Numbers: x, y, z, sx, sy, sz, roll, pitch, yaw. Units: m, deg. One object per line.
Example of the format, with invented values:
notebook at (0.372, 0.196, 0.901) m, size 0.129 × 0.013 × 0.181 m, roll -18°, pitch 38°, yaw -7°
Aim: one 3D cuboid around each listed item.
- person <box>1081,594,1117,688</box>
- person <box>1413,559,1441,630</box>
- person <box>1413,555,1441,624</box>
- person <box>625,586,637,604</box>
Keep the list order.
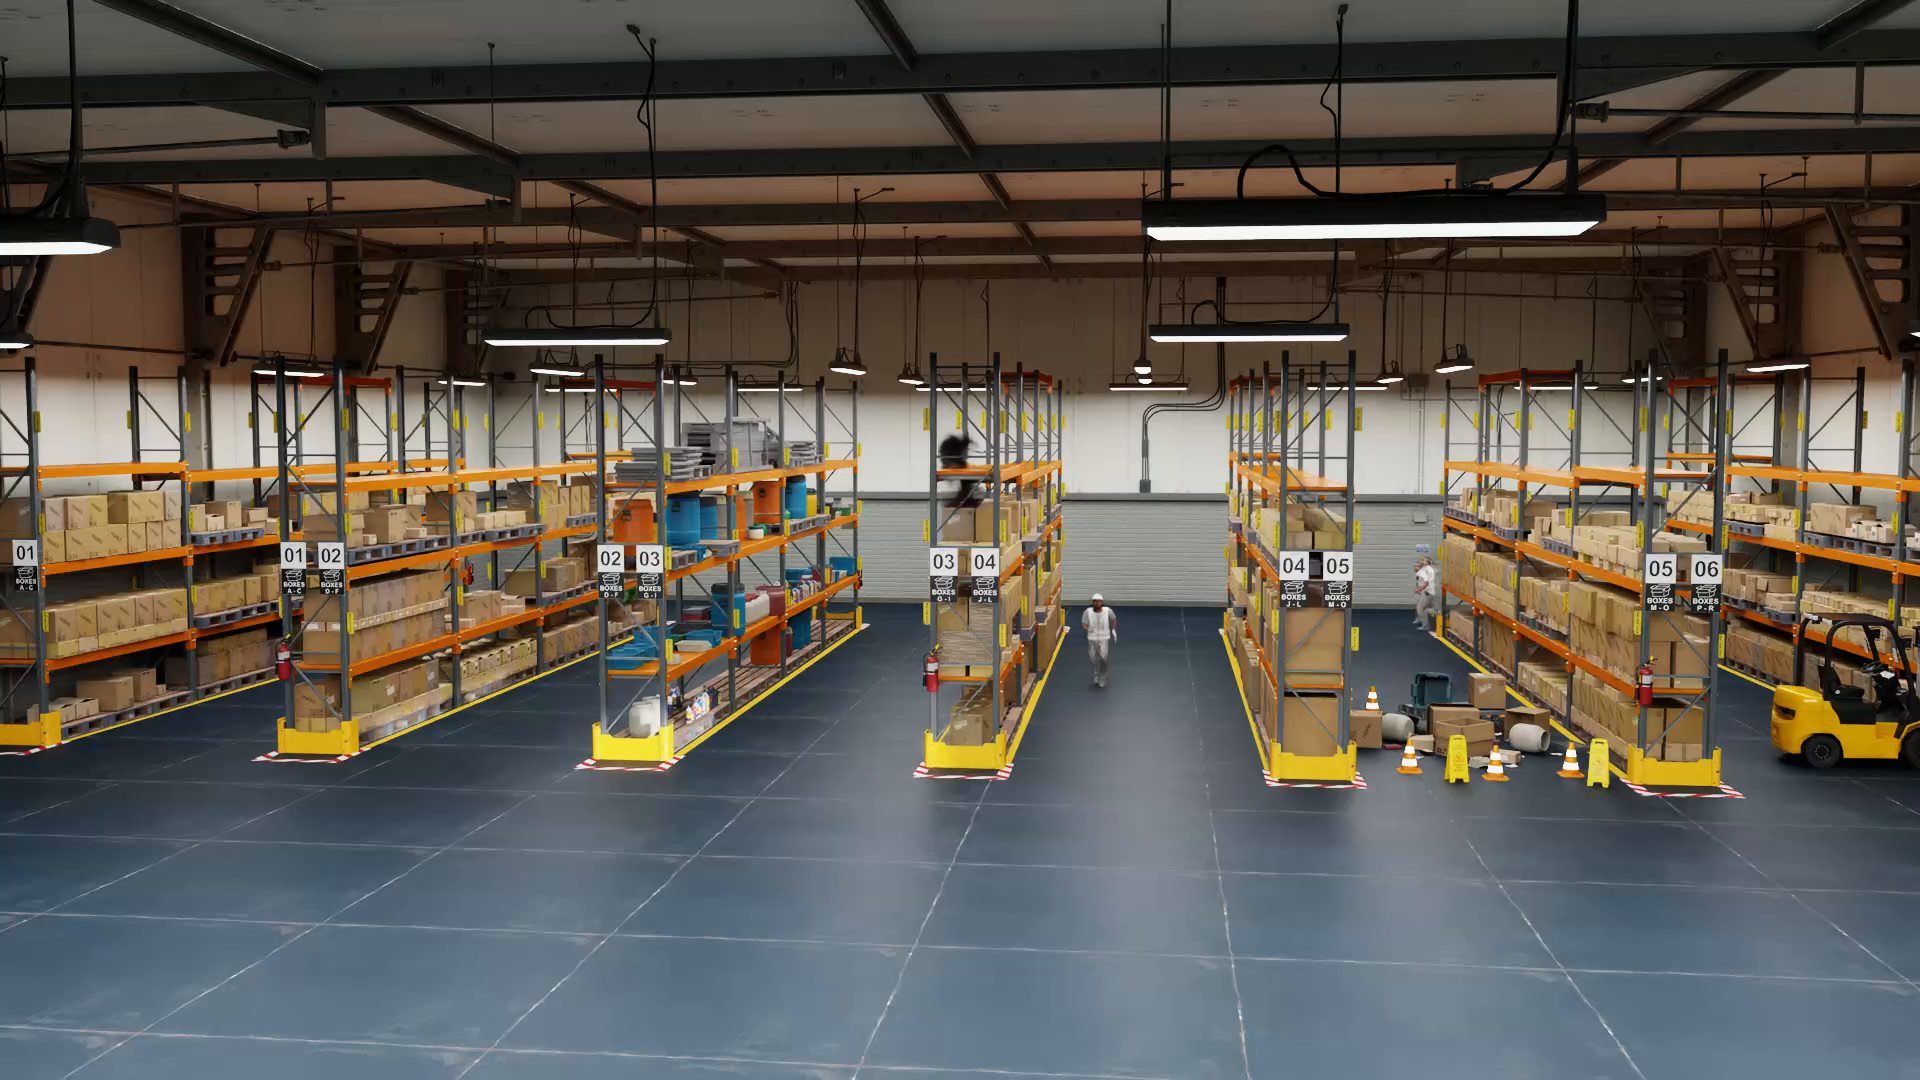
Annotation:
person at (2.617, 1.898, 31.362) m, size 0.663 × 1.784 × 0.794 m, roll 1°, pitch 4°, yaw 8°
person at (11.293, 1.325, 40.127) m, size 0.715 × 1.709 × 0.658 m, roll 1°, pitch 4°, yaw 11°
person at (11.654, 1.235, 41.283) m, size 0.822 × 1.724 × 0.613 m, roll -1°, pitch 4°, yaw -13°
person at (-8.353, 1.135, 42.243) m, size 0.906 × 1.768 × 0.653 m, roll -1°, pitch 4°, yaw -17°
